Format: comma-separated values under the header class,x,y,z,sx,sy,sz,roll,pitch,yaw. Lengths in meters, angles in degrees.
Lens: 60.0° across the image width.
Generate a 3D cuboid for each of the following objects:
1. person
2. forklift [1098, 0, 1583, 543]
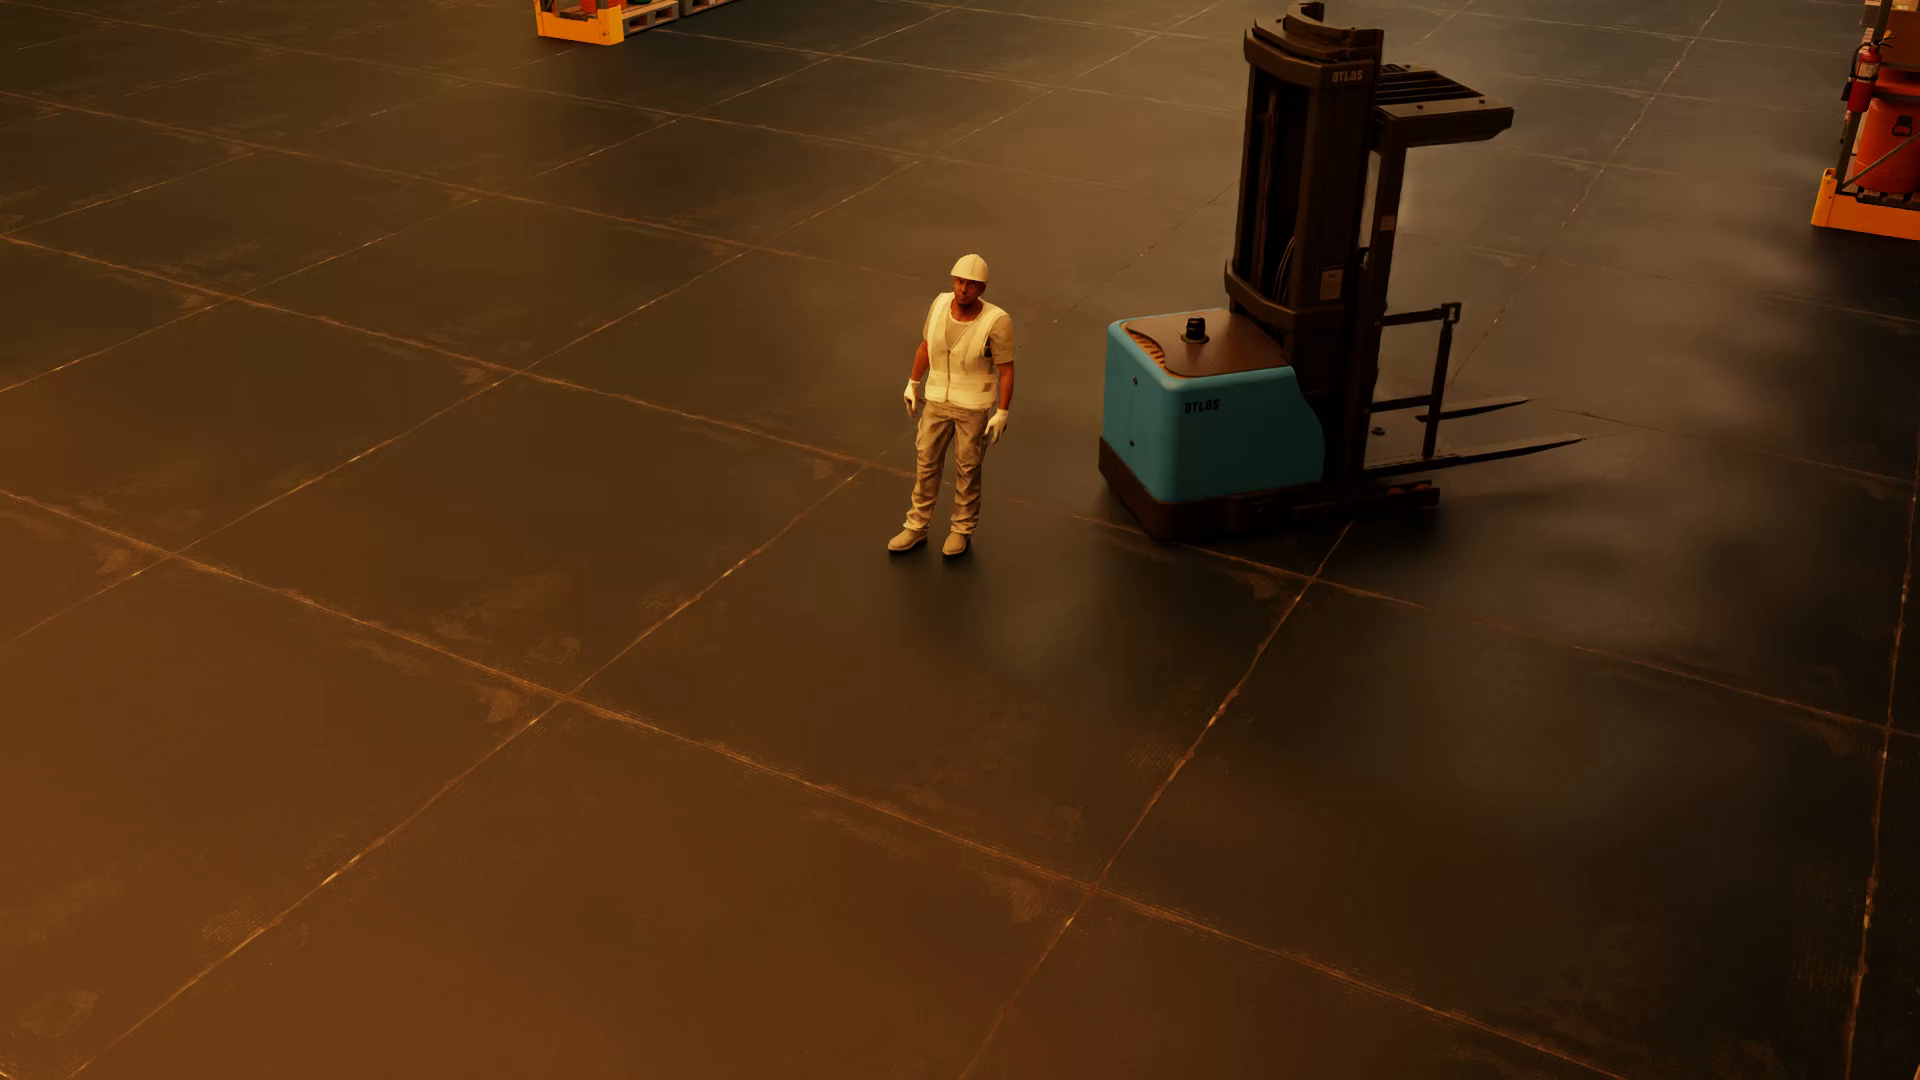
class,x,y,z,sx,sy,sz,roll,pitch,yaw
person,-0.042,-0.748,9.502,0.656,1.784,0.575,15,33,25
forklift,2.462,-1.668,9.961,3.031,2.935,1.130,-9,31,-15
